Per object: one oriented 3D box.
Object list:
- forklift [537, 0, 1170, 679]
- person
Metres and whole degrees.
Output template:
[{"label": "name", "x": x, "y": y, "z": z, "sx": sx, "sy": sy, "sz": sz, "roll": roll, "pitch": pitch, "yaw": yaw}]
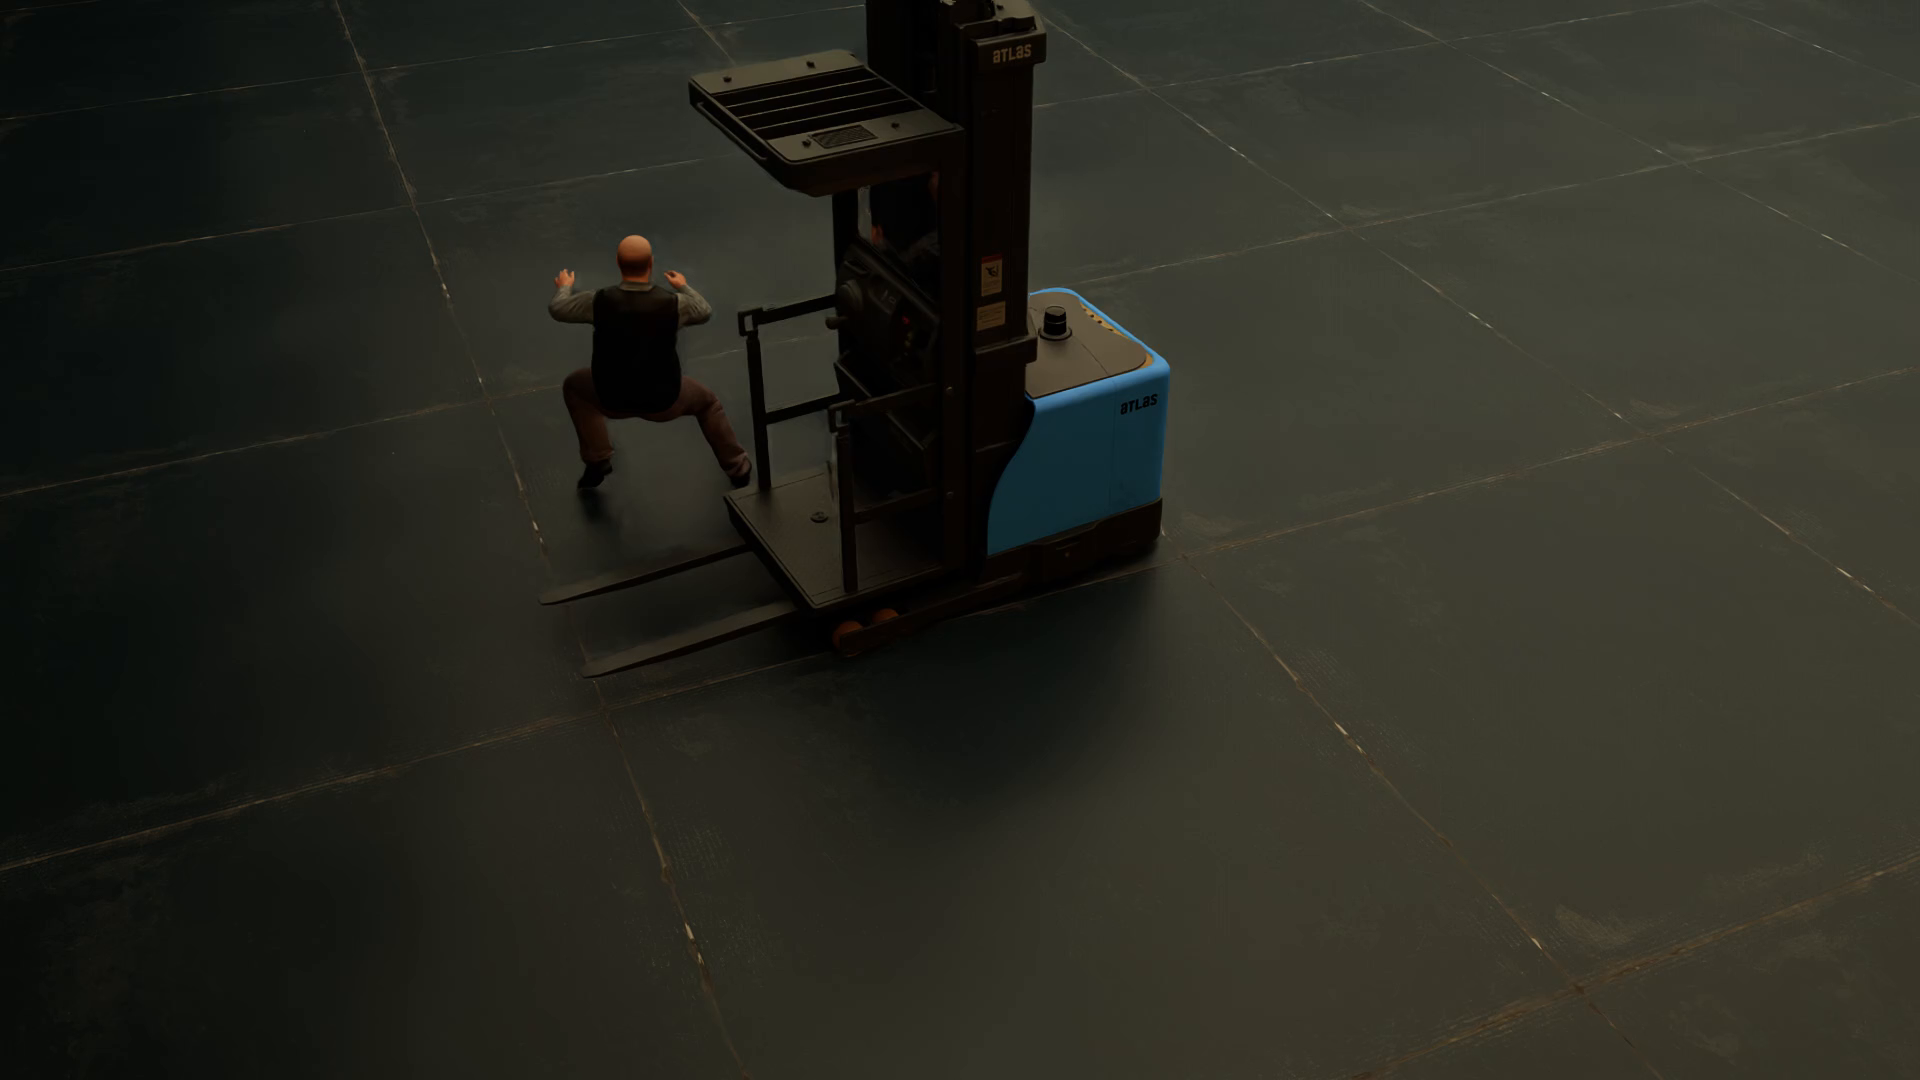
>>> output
[{"label": "forklift", "x": -0.514, "y": -0.995, "z": 7.498, "sx": 3.031, "sy": 2.935, "sz": 1.130, "roll": -18, "pitch": 39, "yaw": -23}, {"label": "person", "x": -1.616, "y": -0.916, "z": 8.597, "sx": 0.956, "sy": 1.511, "sz": 0.761, "roll": -2, "pitch": 35, "yaw": -3}]
